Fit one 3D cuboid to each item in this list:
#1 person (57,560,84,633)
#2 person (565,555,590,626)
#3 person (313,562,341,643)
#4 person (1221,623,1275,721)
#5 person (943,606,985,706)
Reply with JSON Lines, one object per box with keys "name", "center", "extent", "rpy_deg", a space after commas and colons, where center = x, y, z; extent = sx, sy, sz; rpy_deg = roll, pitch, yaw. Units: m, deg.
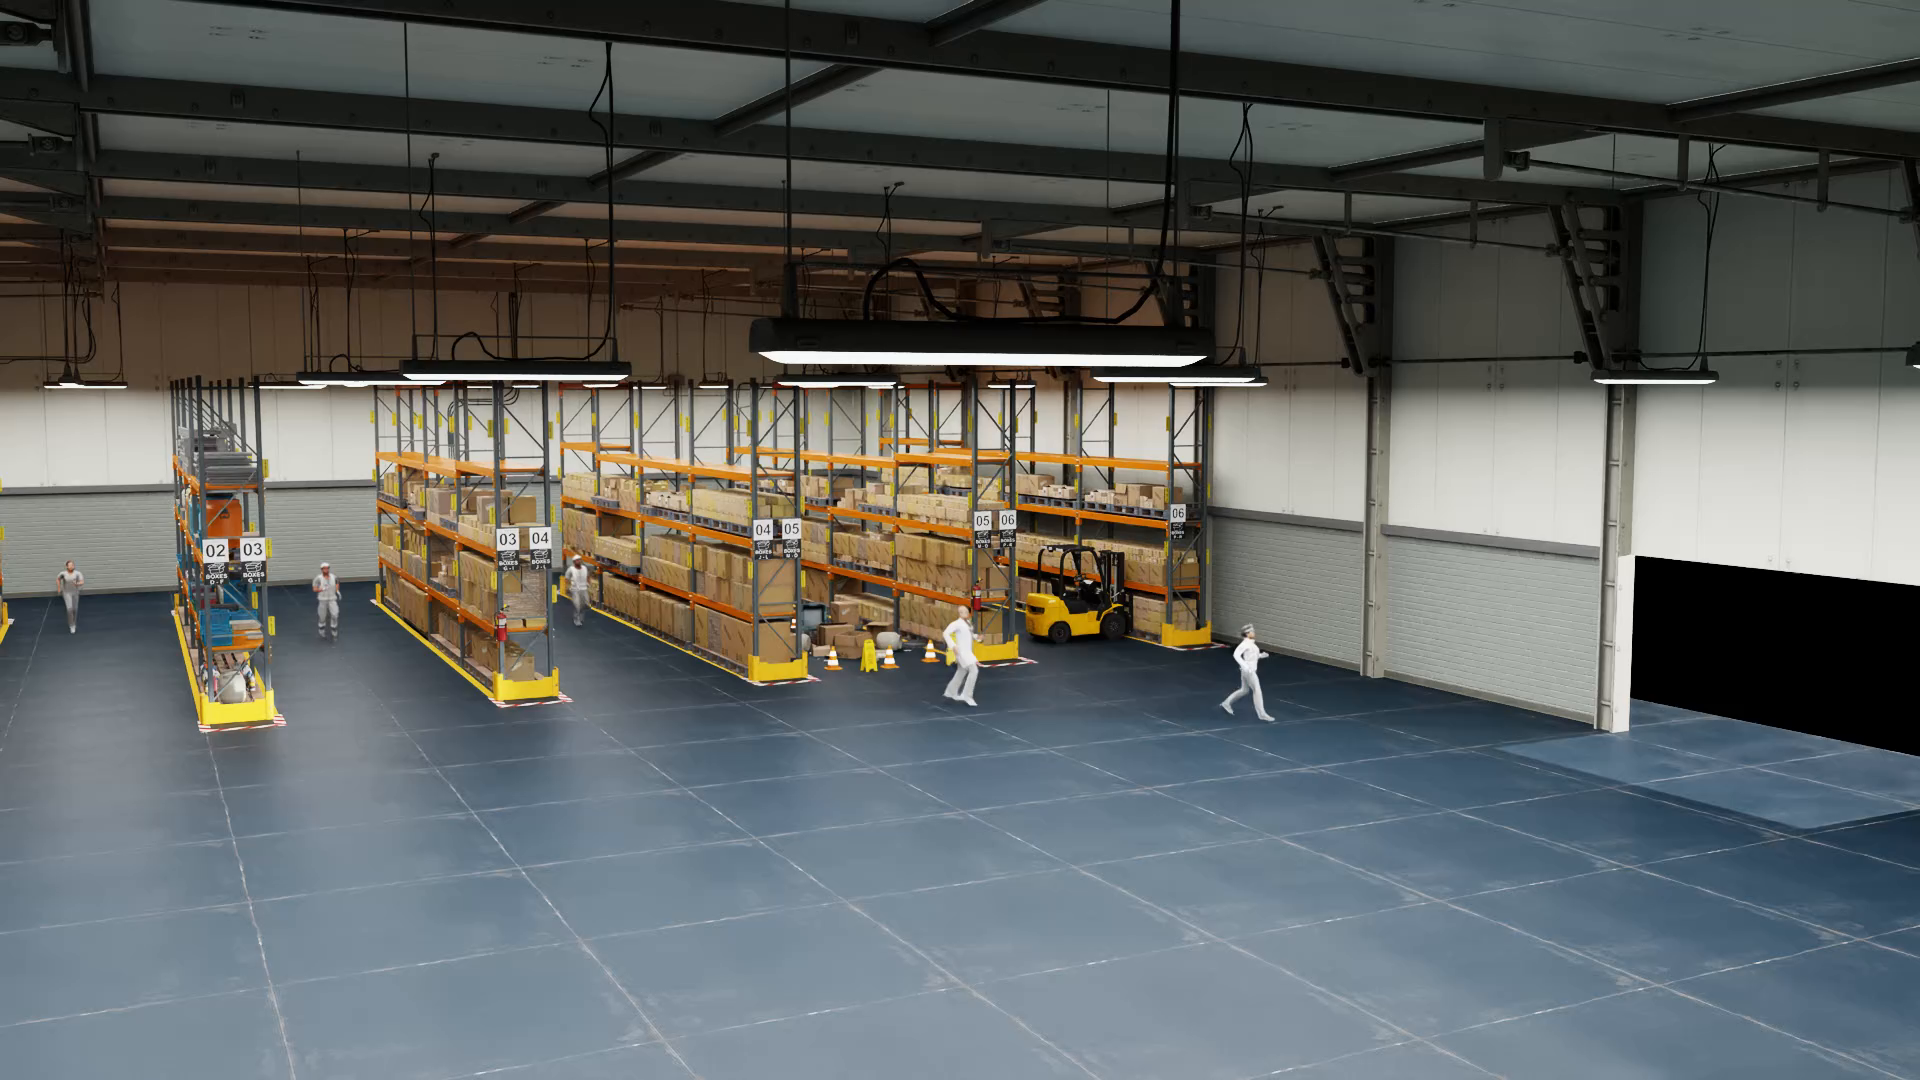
{"name": "person", "center": [-21.295, 1.336, 39.842], "extent": [0.536, 1.714, 0.856], "rpy_deg": [-4, 6, -37]}
{"name": "person", "center": [-9.308, 1.234, 40.673], "extent": [0.672, 1.736, 0.599], "rpy_deg": [-3, 6, -33]}
{"name": "person", "center": [-14.527, 1.430, 38.181], "extent": [0.648, 1.845, 0.799], "rpy_deg": [-3, 6, -33]}
{"name": "person", "center": [5.028, 2.287, 28.943], "extent": [0.914, 1.676, 0.611], "rpy_deg": [1, 5, 14]}
{"name": "person", "center": [0.072, 2.129, 30.519], "extent": [0.823, 1.840, 0.674], "rpy_deg": [2, 5, 18]}
